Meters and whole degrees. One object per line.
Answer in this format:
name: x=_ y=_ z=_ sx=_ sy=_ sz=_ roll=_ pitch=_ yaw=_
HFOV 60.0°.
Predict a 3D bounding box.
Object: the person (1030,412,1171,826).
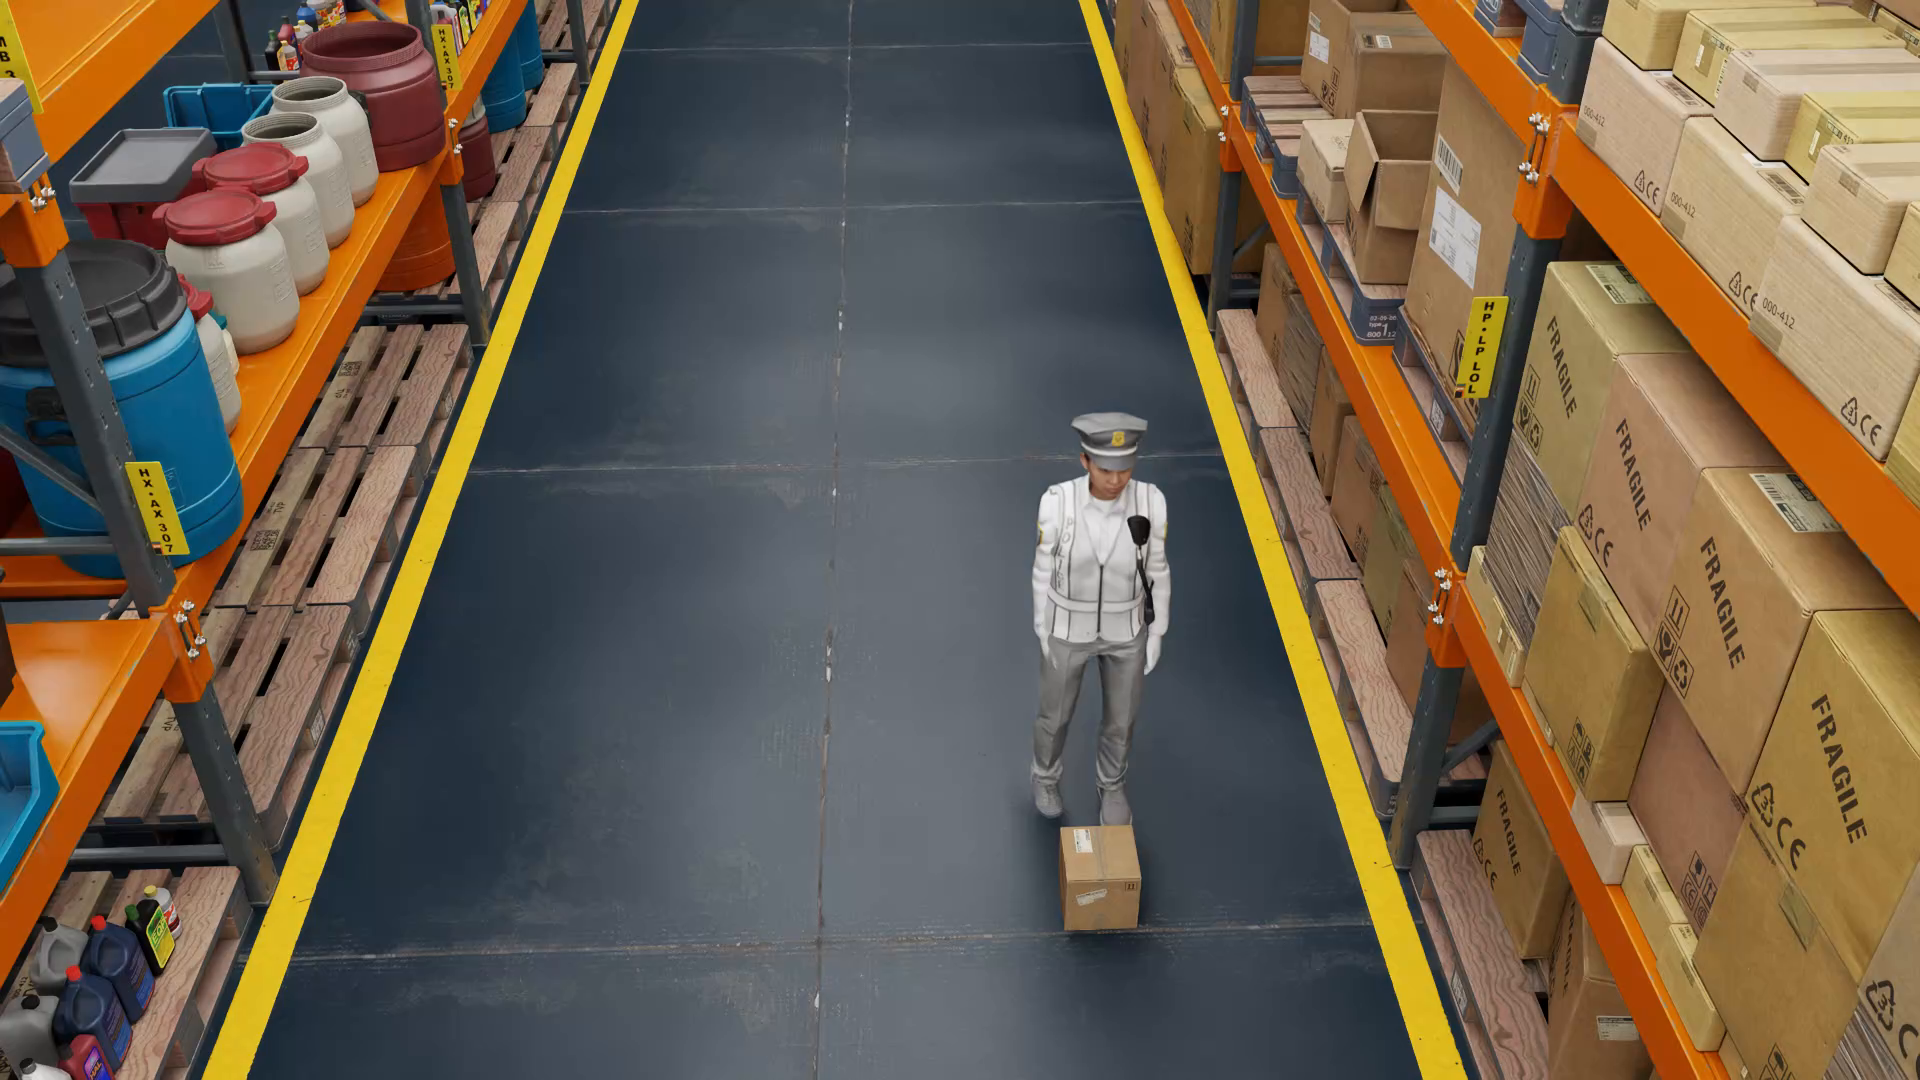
person: x=0.479 y=0.324 z=5.718 sx=0.469 sy=1.729 sz=0.345 roll=-1 pitch=35 yaw=-1
